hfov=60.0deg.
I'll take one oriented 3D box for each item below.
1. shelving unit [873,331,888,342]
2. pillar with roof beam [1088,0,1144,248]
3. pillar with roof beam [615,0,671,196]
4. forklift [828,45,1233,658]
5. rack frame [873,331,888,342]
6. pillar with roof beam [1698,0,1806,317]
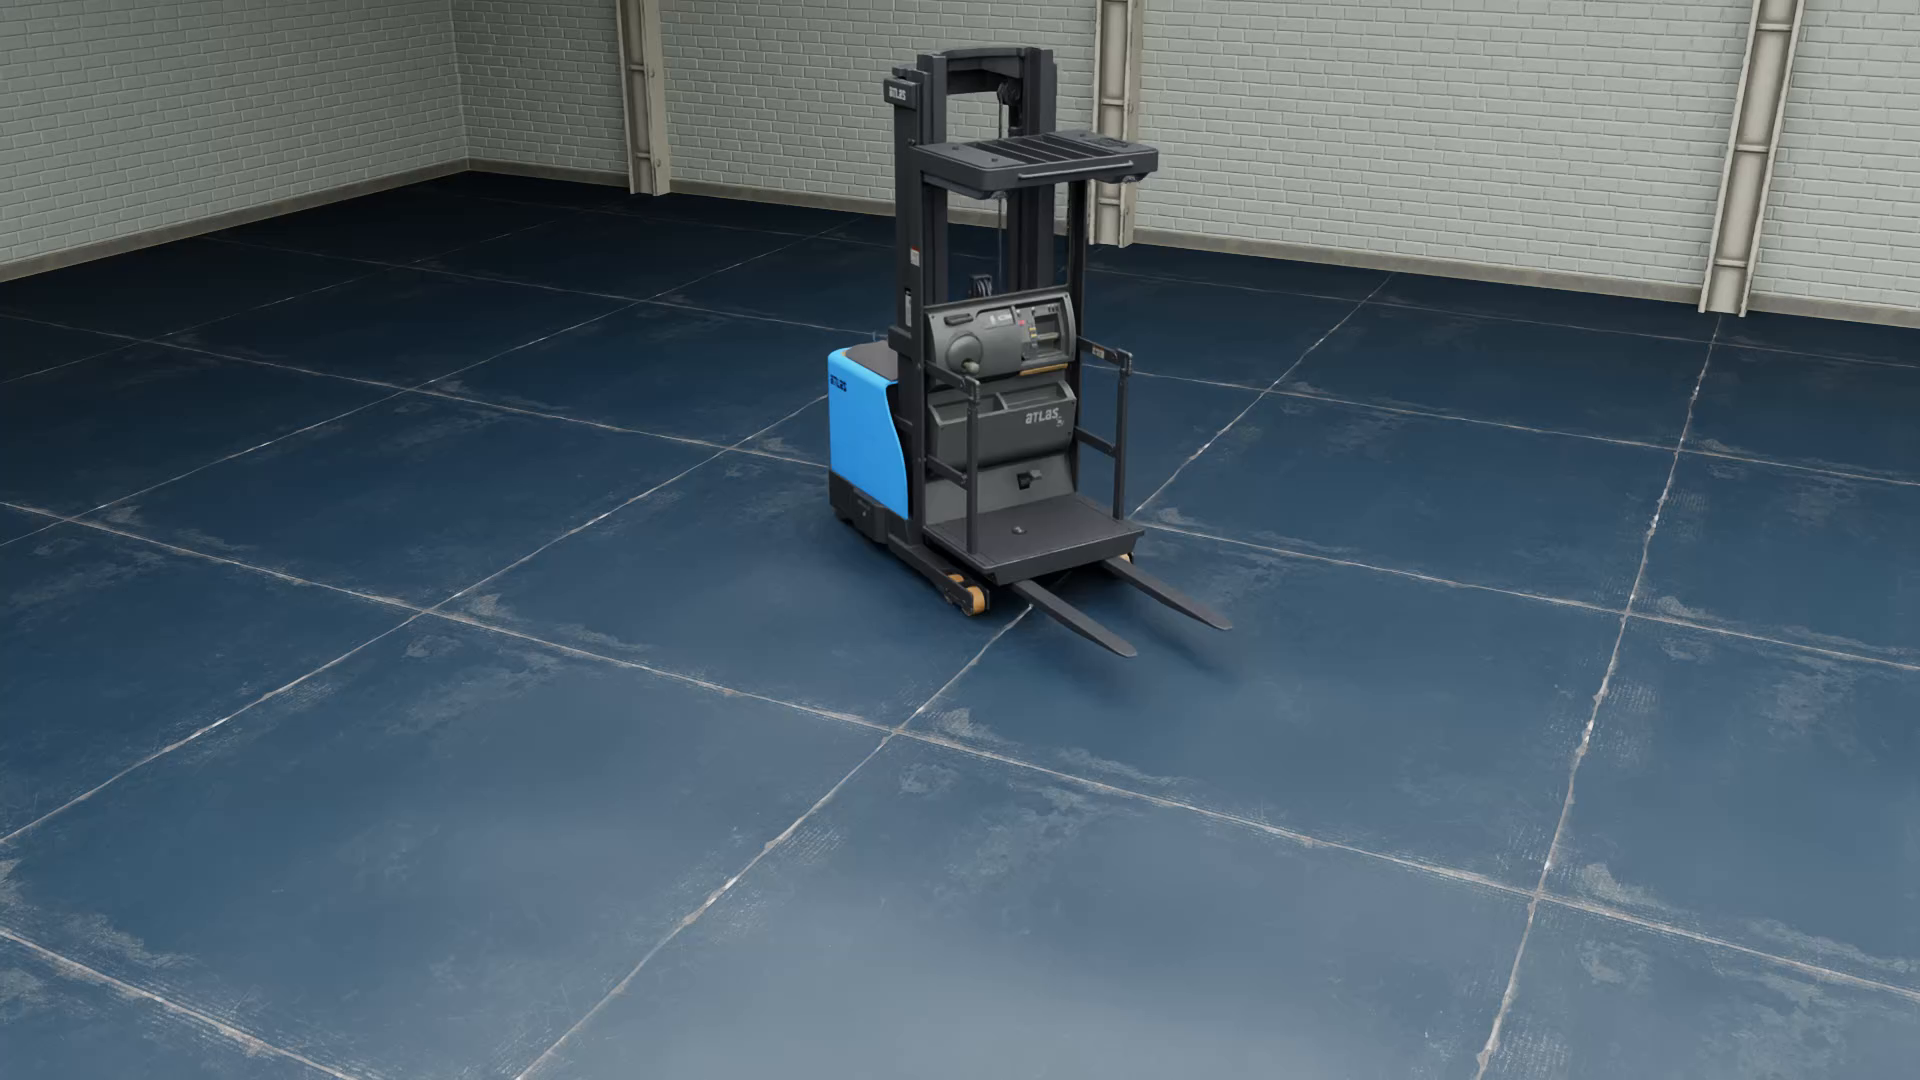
[{"bbox_3d":[-0.412,-0.843,10.888,0.215,1.050,0.252,-13,26,-29],"label":"shelving unit"},{"bbox_3d":[-0.336,-5.793,12.373,0.400,9.000,9.100,11,25,25],"label":"pillar with roof beam"},{"bbox_3d":[-5.691,-6.852,14.865,0.400,9.000,9.100,11,25,25],"label":"pillar with roof beam"},{"bbox_3d":[0.354,-1.133,9.169,1.130,2.935,3.031,-13,26,-28],"label":"forklift"},{"bbox_3d":[-0.475,-0.883,10.984,0.200,1.050,0.008,-13,26,-29],"label":"rack frame"},{"bbox_3d":[5.018,-4.734,9.882,0.400,9.000,9.100,11,25,25],"label":"pillar with roof beam"}]
